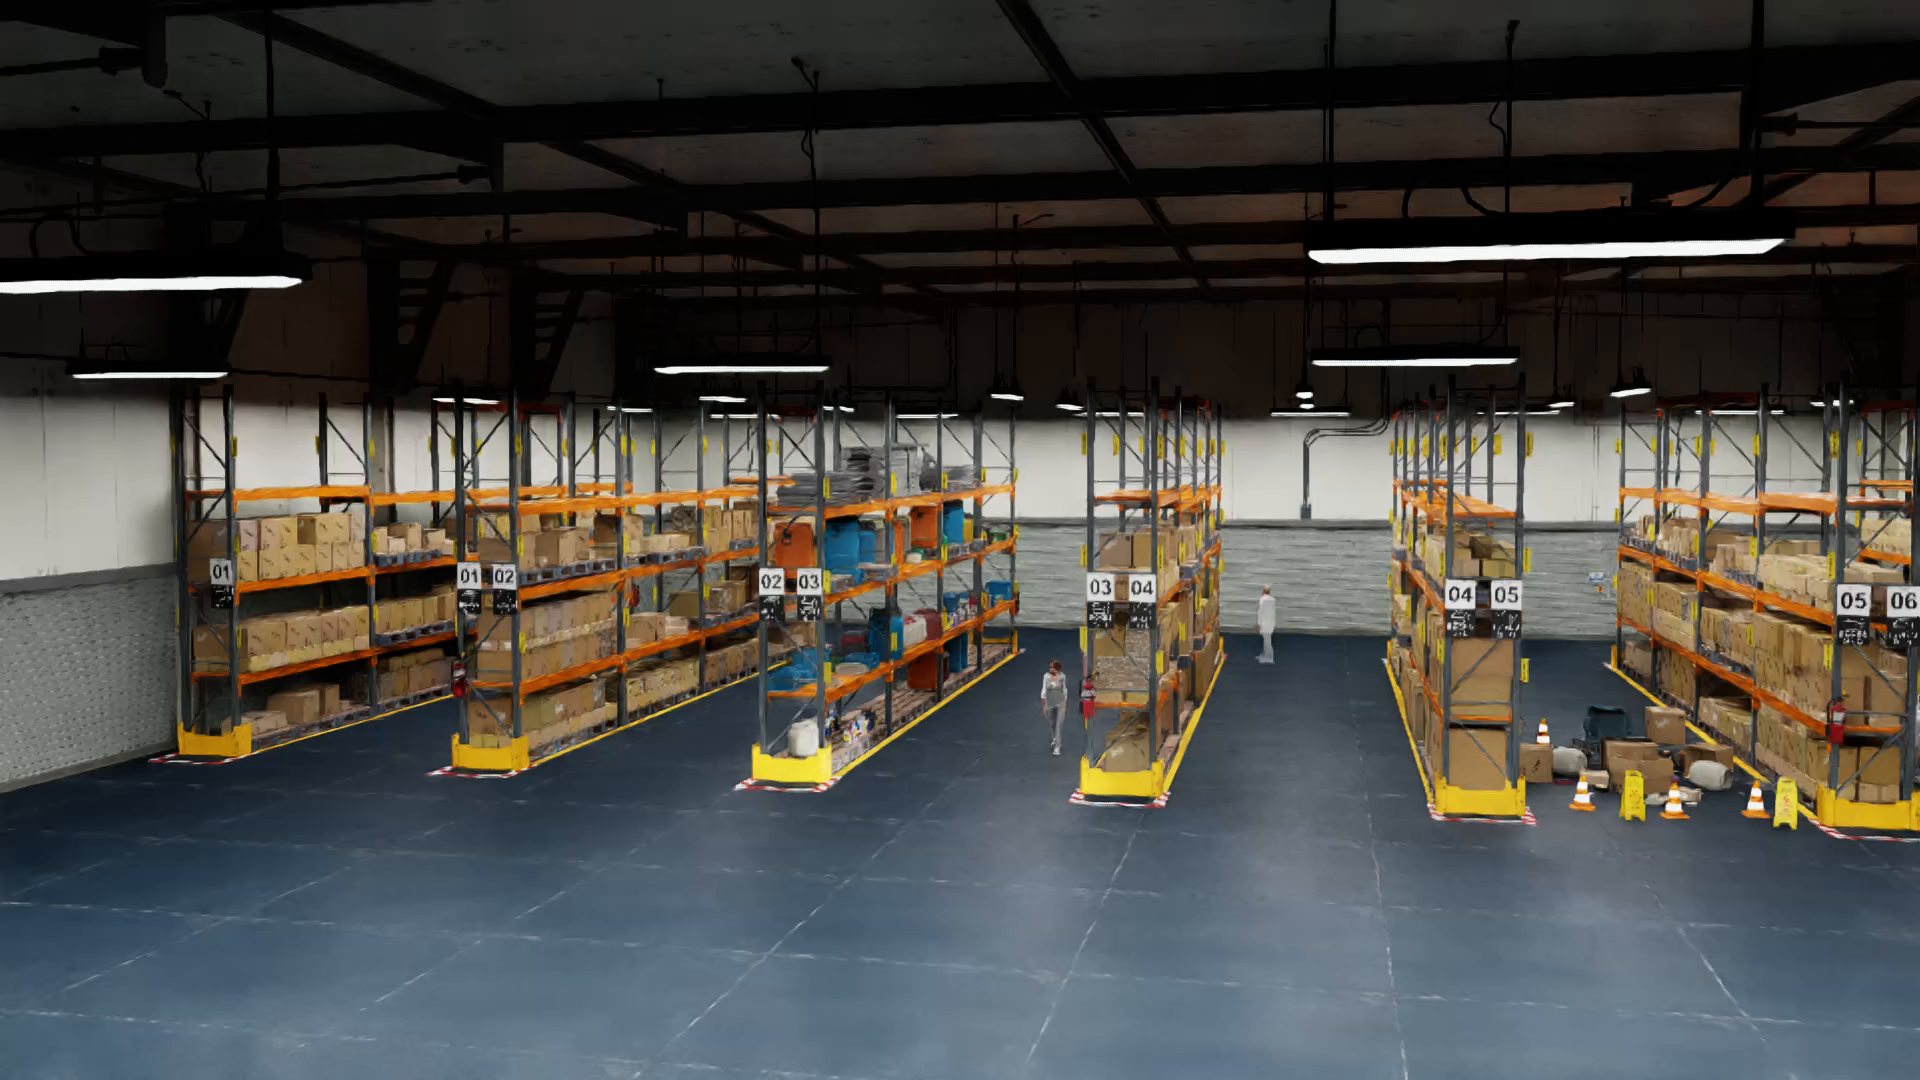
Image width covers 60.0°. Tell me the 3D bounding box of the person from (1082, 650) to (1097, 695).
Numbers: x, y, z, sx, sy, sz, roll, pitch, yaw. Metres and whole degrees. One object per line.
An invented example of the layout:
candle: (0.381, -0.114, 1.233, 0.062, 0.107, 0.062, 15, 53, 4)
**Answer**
person: (2.679, 2.326, 33.316, 0.446, 1.591, 1.098, 1, 3, 10)

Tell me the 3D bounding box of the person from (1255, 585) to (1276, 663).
person: (7.084, 1.934, 38.647, 0.629, 1.773, 0.677, 3, 4, 39)

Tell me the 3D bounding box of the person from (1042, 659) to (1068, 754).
person: (1.546, 2.702, 27.278, 0.417, 1.517, 1.036, 1, 3, 15)

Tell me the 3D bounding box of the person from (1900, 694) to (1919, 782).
person: (14.295, 2.757, 24.946, 0.544, 1.667, 0.573, 3, 4, 45)

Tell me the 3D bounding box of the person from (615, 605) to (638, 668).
person: (-7.010, 2.193, 35.027, 0.682, 1.710, 0.542, 1, 3, 10)
